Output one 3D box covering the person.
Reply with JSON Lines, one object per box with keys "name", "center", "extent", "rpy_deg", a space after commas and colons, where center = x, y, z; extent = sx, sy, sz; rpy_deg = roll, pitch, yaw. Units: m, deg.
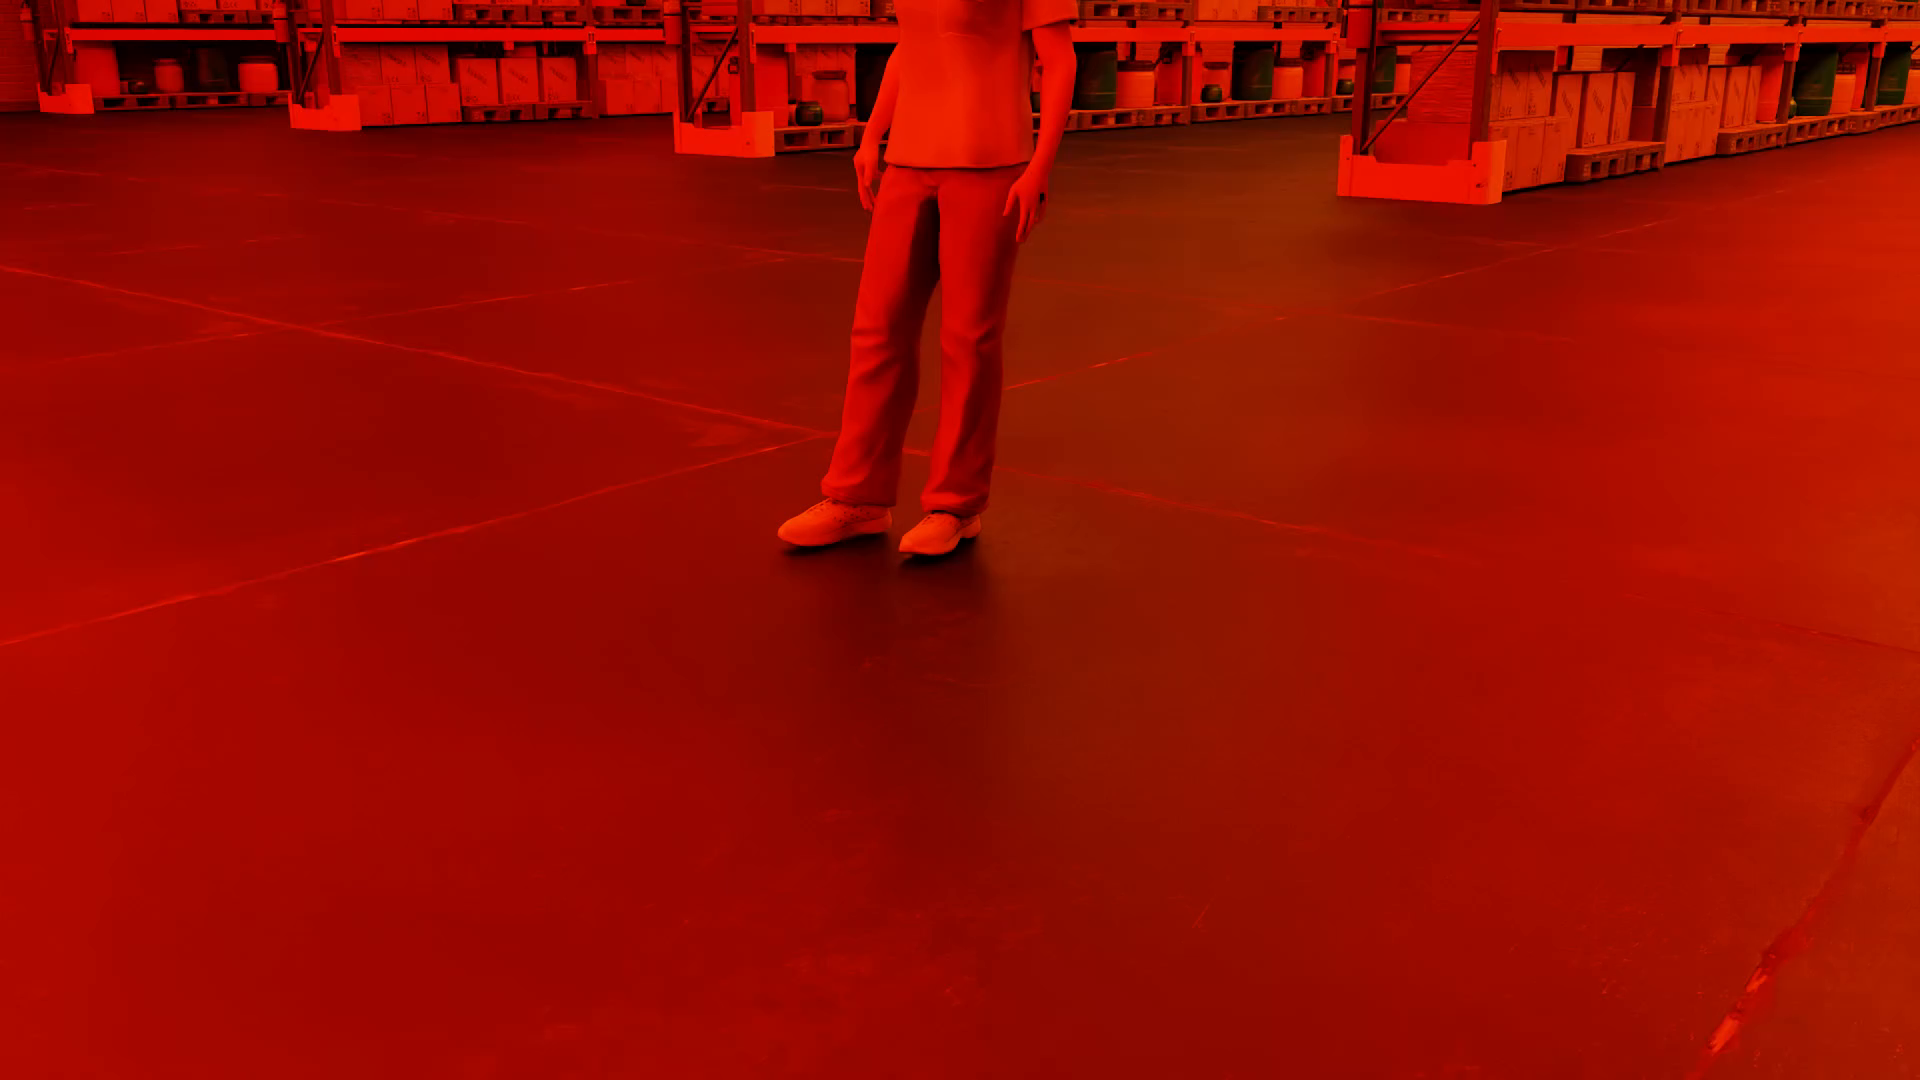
{"name": "person", "center": [-0.056, -0.794, 3.649], "extent": [0.553, 1.673, 0.548], "rpy_deg": [13, 21, 37]}
